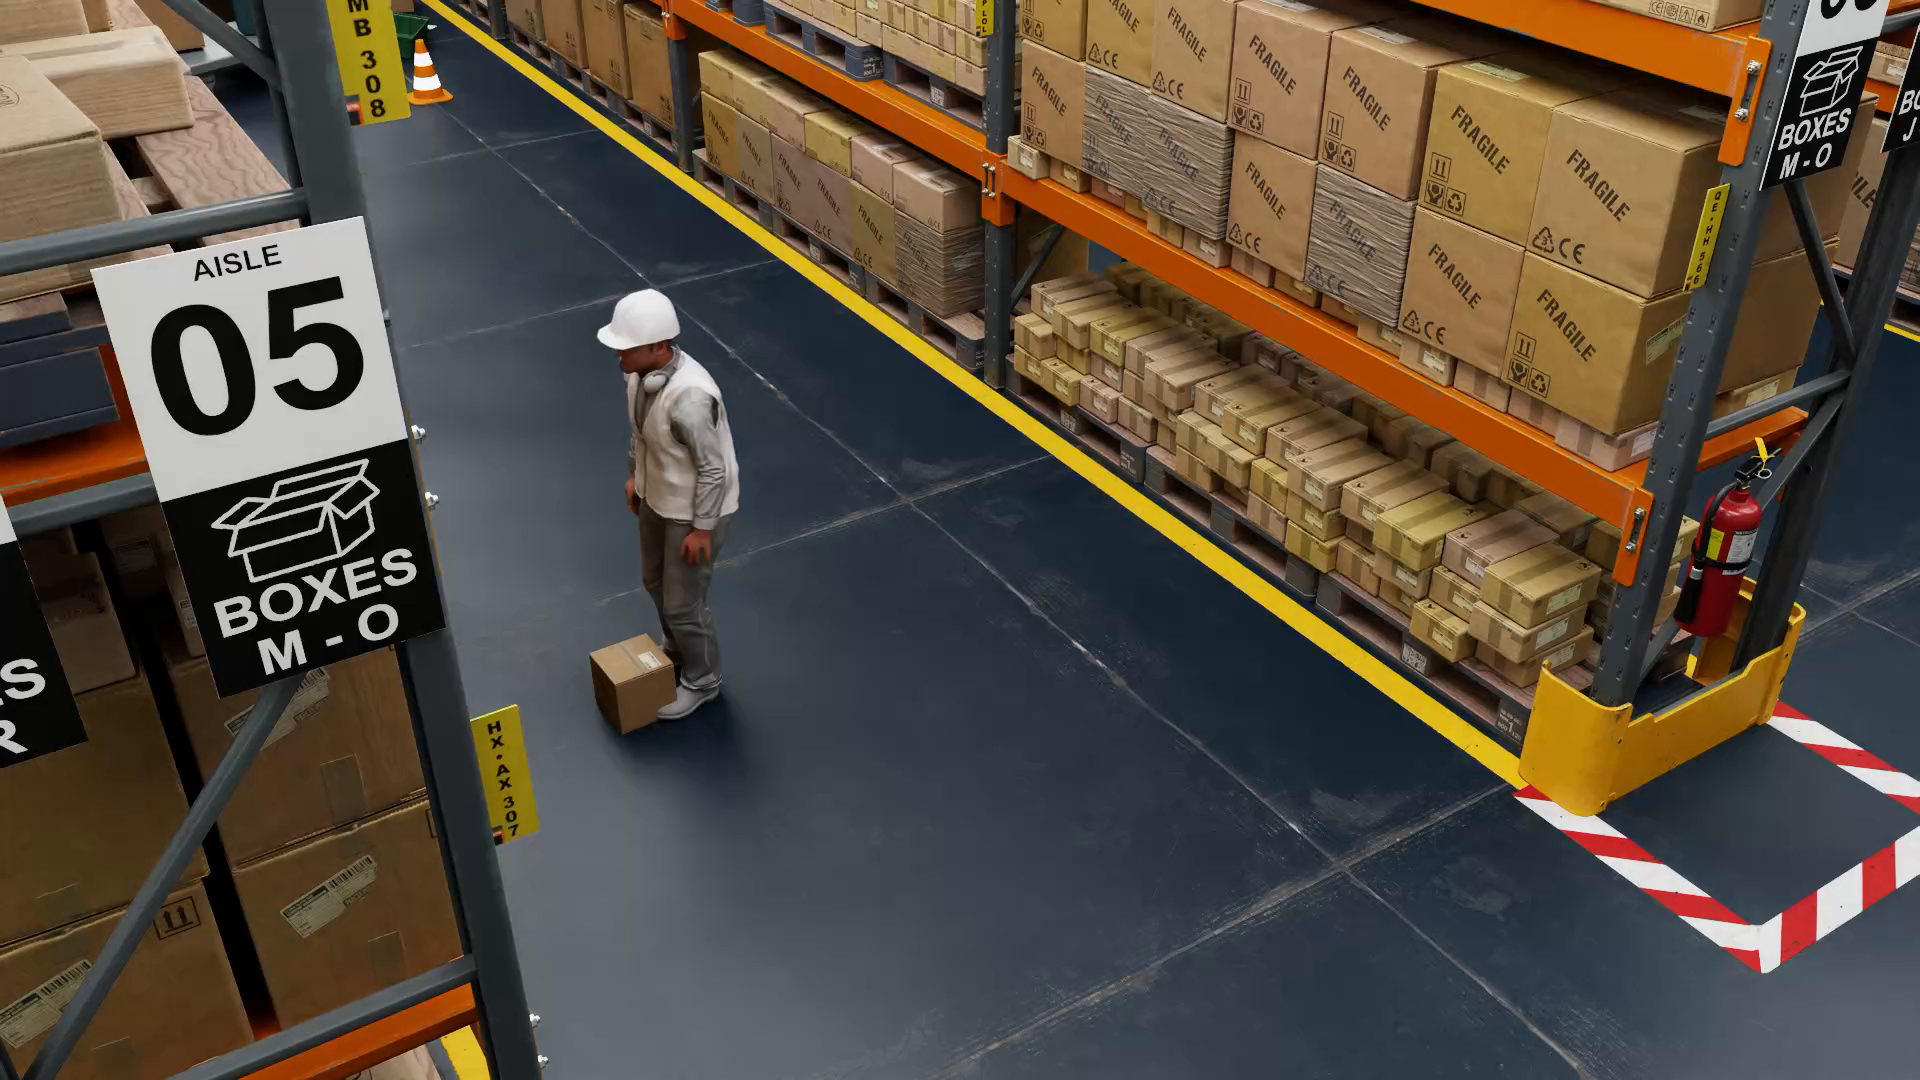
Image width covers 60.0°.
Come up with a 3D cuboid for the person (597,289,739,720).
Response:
[{"bbox_3d":[-1.084,-0.144,6.339,0.466,1.773,0.591,-21,38,-29],"label":"person"}]
